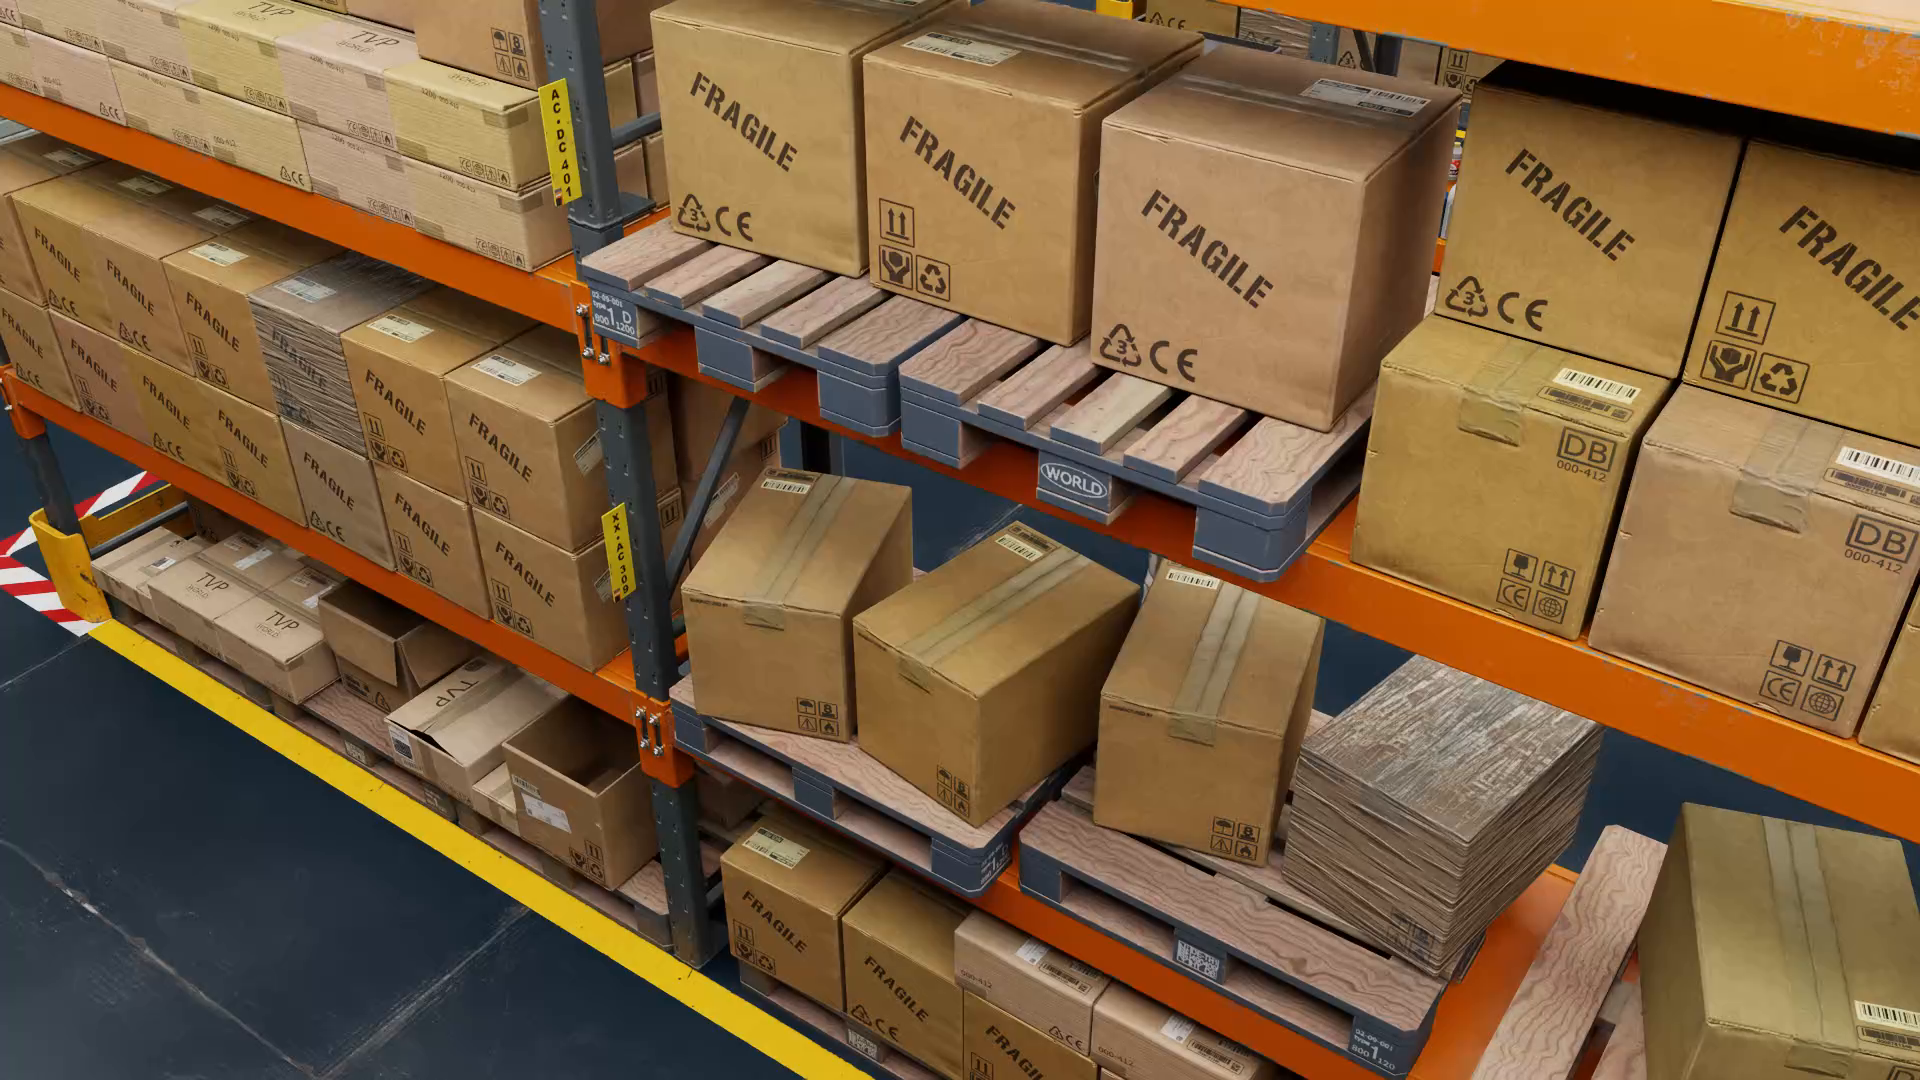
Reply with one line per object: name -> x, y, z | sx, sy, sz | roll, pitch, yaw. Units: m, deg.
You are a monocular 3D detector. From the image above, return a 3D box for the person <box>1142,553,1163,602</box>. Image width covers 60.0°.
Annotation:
person -> 0.943, 0.299, 6.713 | 0.398, 1.660, 0.530 | 19, 39, 25
